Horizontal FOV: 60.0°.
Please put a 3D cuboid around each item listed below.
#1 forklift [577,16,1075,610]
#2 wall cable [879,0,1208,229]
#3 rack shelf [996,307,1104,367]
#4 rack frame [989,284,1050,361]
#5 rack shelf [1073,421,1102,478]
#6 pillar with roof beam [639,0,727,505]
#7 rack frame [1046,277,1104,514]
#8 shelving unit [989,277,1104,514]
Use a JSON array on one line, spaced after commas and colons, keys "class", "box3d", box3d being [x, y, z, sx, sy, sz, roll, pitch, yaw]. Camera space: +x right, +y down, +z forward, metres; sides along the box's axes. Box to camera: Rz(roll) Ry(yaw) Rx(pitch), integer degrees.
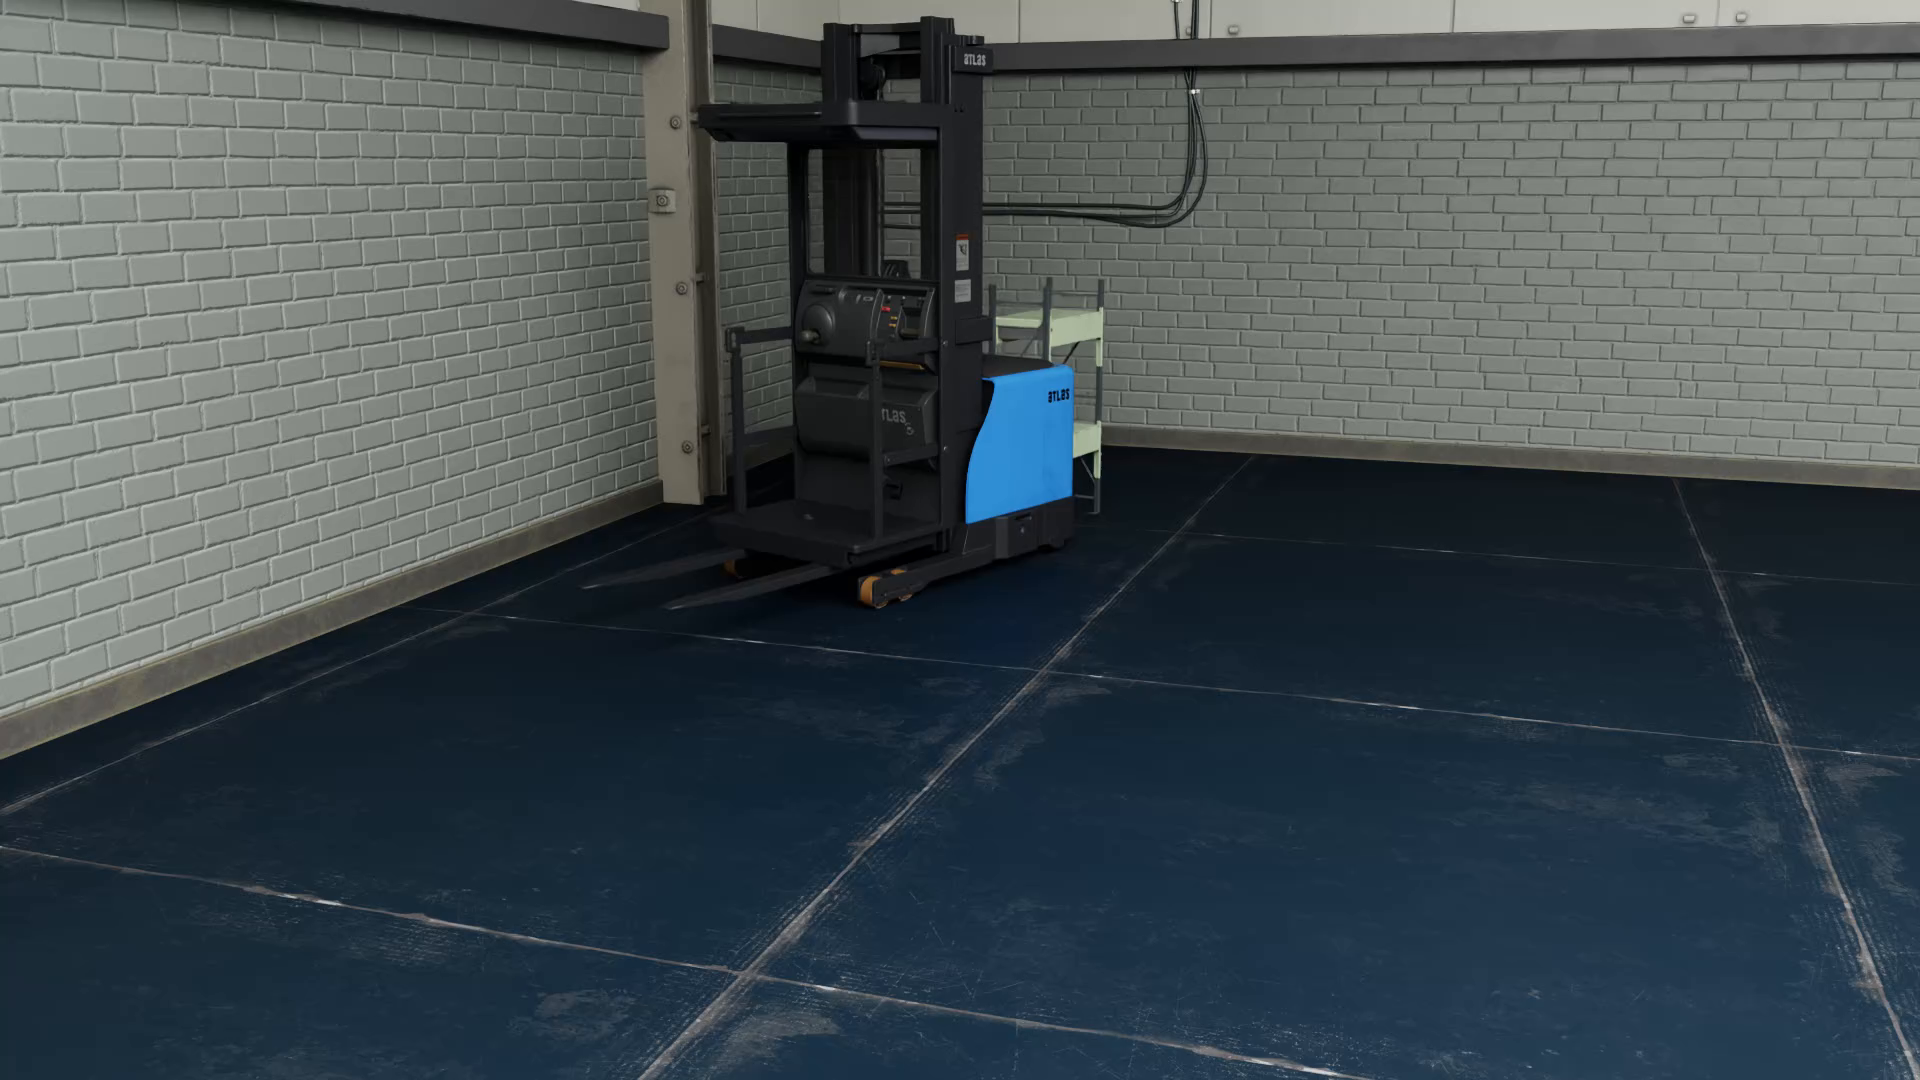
[{"class": "forklift", "box3d": [-0.640, -1.205, 8.680, 1.130, 2.935, 3.031, 10, 16, 38]}, {"class": "wall cable", "box3d": [0.403, -3.684, 12.885, 3.097, 2.526, 0.112, 4, 14, 18]}, {"class": "rack shelf", "box3d": [0.539, -1.231, 10.256, 0.431, 0.370, 0.720, 7, 15, 30]}, {"class": "rack frame", "box3d": [0.354, -0.780, 10.035, 0.400, 1.500, 0.023, 7, 15, 30]}, {"class": "rack shelf", "box3d": [0.539, -0.533, 10.416, 0.431, 0.370, 0.720, 7, 15, 30]}, {"class": "pillar with roof beam", "box3d": [2.272, -4.363, 8.881, 9.100, 9.000, 0.400, 4, 14, 18]}, {"class": "rack frame", "box3d": [0.724, -0.921, 10.651, 0.400, 1.500, 0.023, 7, 15, 30]}, {"class": "shelving unit", "box3d": [0.539, -0.850, 10.343, 0.431, 1.500, 0.755, 7, 15, 30]}]
